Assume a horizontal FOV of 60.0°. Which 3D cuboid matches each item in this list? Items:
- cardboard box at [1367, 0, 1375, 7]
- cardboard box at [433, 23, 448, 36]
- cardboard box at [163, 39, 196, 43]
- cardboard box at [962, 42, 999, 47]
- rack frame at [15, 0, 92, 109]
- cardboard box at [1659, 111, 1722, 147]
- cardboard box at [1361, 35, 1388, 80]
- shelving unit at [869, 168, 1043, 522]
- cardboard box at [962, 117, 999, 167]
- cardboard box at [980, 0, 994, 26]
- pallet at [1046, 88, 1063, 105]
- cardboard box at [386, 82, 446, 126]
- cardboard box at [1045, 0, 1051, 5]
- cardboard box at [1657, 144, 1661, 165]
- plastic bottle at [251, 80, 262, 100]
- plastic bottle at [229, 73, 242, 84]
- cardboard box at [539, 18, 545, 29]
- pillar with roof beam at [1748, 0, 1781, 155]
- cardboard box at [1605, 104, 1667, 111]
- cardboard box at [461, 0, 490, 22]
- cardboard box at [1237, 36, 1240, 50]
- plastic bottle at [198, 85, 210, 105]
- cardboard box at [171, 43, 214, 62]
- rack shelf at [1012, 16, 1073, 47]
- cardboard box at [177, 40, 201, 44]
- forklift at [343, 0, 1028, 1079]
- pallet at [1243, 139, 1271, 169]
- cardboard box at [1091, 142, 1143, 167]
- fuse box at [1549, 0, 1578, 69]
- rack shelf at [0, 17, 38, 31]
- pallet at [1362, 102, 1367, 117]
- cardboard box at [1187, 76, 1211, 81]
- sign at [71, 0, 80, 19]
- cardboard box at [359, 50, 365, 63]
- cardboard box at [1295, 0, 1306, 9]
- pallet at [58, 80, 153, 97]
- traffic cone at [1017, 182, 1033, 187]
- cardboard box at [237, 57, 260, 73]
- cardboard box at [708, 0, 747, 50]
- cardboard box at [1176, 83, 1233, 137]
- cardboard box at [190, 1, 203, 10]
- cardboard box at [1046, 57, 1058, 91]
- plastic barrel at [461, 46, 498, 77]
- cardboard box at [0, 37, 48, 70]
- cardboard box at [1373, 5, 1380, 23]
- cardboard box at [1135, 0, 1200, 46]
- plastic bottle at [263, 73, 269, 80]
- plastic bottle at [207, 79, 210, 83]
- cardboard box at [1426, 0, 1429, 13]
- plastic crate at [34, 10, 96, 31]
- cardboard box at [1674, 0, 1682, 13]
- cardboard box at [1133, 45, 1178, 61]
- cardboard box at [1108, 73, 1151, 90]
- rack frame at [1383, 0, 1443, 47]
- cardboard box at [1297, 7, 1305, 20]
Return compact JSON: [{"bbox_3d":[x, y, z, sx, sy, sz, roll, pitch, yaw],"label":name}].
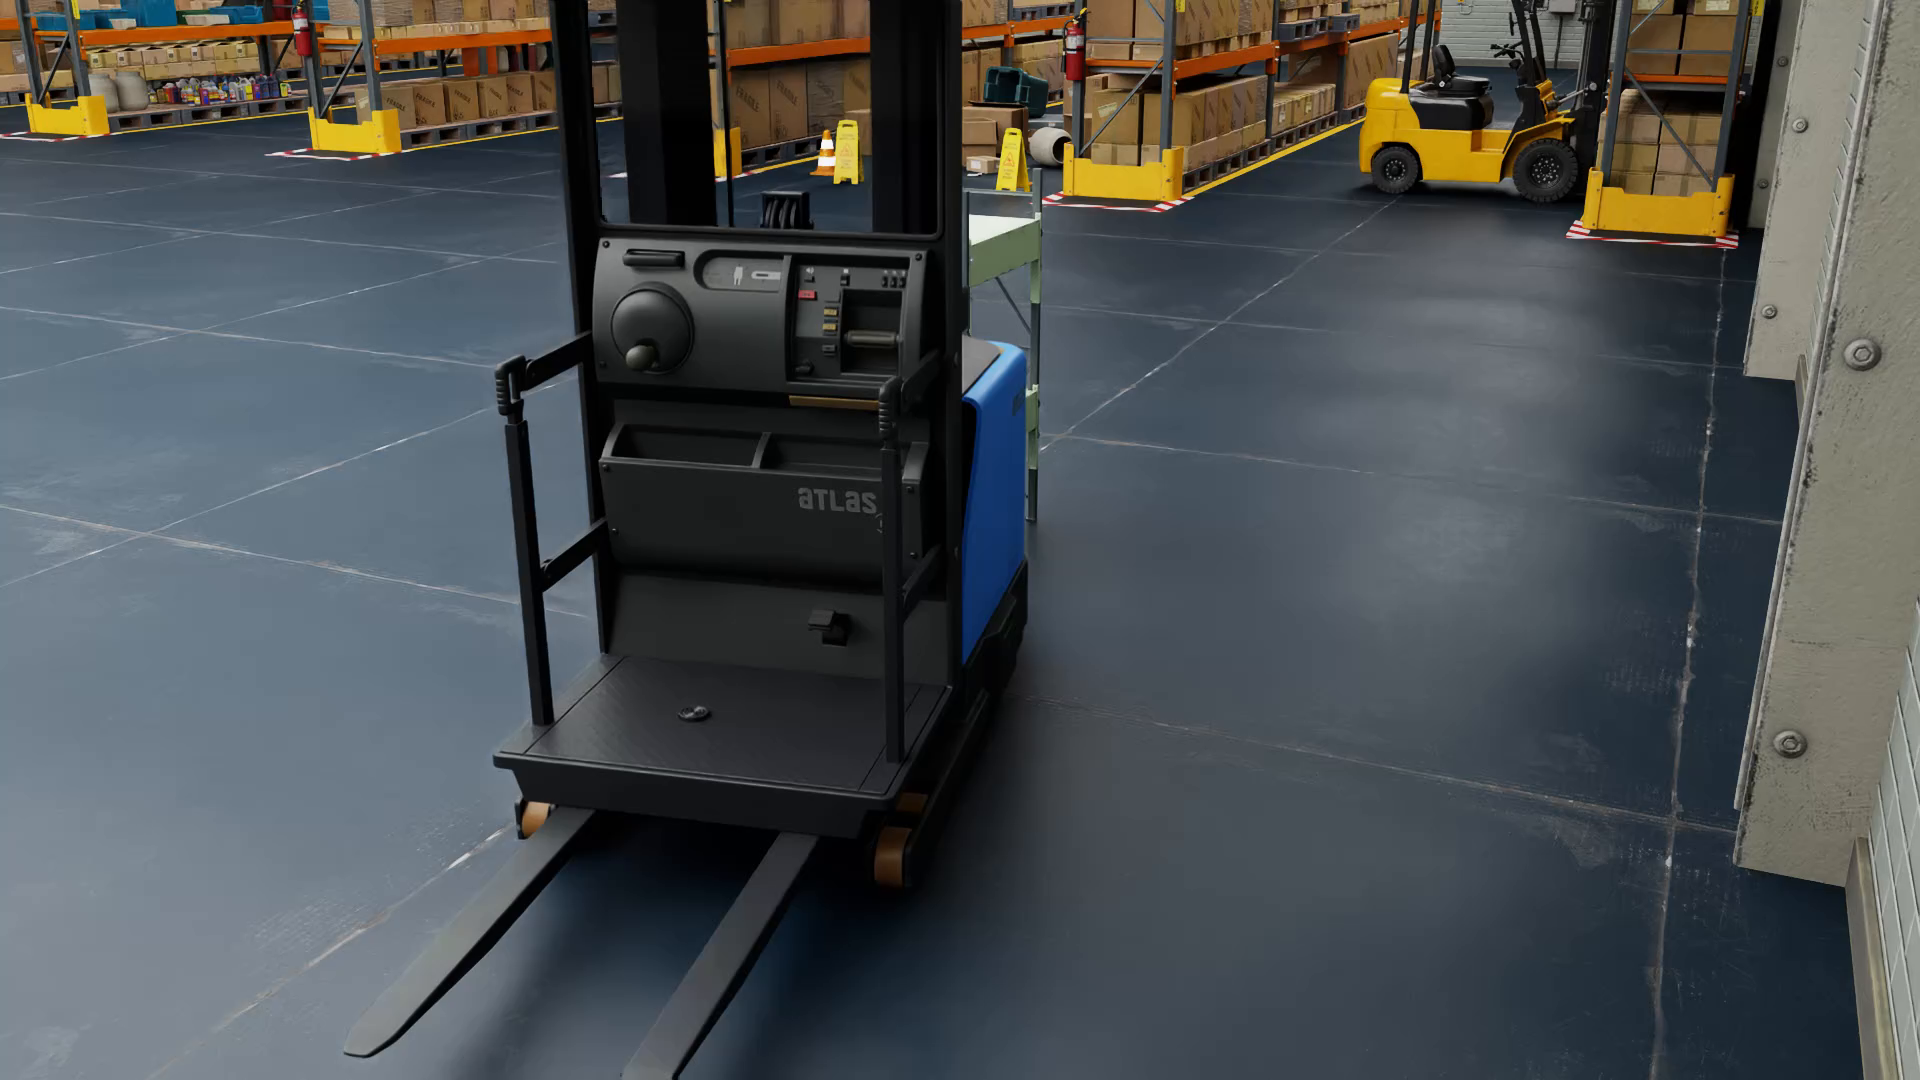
[{"bbox_3d":[5.726,-7.873,24.107,0.500,0.250,0.500,8,21,22],"label":"cardboard box"},{"bbox_3d":[-6.689,-6.431,20.951,0.380,0.149,0.250,9,21,23],"label":"cardboard box"},{"bbox_3d":[-16.604,-10.596,34.869,0.750,0.750,0.750,9,22,24],"label":"cardboard box"},{"bbox_3d":[0.349,-7.545,25.692,0.500,0.250,0.500,8,21,21],"label":"cardboard box"},{"bbox_3d":[-11.970,-6.872,21.816,1.000,3.000,0.127,9,21,23],"label":"rack frame"},{"bbox_3d":[6.489,-3.647,14.732,0.500,0.250,0.500,8,21,22],"label":"cardboard box"},{"bbox_3d":[5.959,-7.220,25.338,0.875,0.875,0.875,9,22,24],"label":"cardboard box"},{"bbox_3d":[-0.003,-0.705,6.712,0.431,1.500,0.755,9,21,23],"label":"shelving unit"},{"bbox_3d":[-0.001,-4.541,18.986,0.797,0.503,0.637,-5,20,-15],"label":"cardboard box"},{"bbox_3d":[0.163,-7.647,23.845,0.500,0.500,0.500,9,21,23],"label":"cardboard box"},{"bbox_3d":[1.130,-7.223,26.964,1.003,0.211,1.213,9,21,23],"label":"pallet"},{"bbox_3d":[-6.967,-5.589,21.310,0.500,0.500,0.500,15,25,37],"label":"cardboard box"},{"bbox_3d":[1.216,-8.521,26.200,0.380,0.149,0.250,9,21,23],"label":"cardboard box"},{"bbox_3d":[6.249,-3.634,15.442,0.500,0.250,0.500,8,21,22],"label":"cardboard box"},{"bbox_3d":[-10.441,-6.672,24.649,0.061,0.283,0.133,10,22,26],"label":"plastic bottle"},{"bbox_3d":[-10.910,-6.844,25.035,0.144,0.351,0.185,9,21,23],"label":"plastic bottle"},{"bbox_3d":[-5.902,-7.048,22.684,0.380,0.149,0.250,9,21,23],"label":"cardboard box"},{"bbox_3d":[5.756,-9.493,20.233,9.100,9.000,0.400,9,21,23],"label":"pillar with roof beam"},{"bbox_3d":[6.227,-3.867,15.349,0.500,0.250,0.500,9,21,24],"label":"cardboard box"},{"bbox_3d":[-6.647,-7.012,21.615,0.875,0.500,0.500,9,21,23],"label":"cardboard box"},{"bbox_3d":[2.829,-5.412,18.085,0.380,0.149,0.250,8,21,22],"label":"cardboard box"},{"bbox_3d":[-10.834,-6.378,23.823,0.061,0.283,0.133,9,21,24],"label":"plastic bottle"},{"bbox_3d":[-13.618,-8.657,29.476,0.500,0.311,0.500,8,21,22],"label":"cardboard box"},{"bbox_3d":[1.127,-8.199,26.620,1.077,0.370,4.000,9,21,23],"label":"rack shelf"},{"bbox_3d":[-13.902,-8.883,30.111,0.500,0.311,0.500,8,21,21],"label":"cardboard box"},{"bbox_3d":[-0.590,-0.600,4.280,1.130,2.935,3.031,4,20,12],"label":"forklift"},{"bbox_3d":[2.984,-4.531,19.396,1.003,0.211,1.213,9,21,23],"label":"pallet"},{"bbox_3d":[1.685,-4.026,17.291,0.500,0.250,0.500,8,21,22],"label":"cardboard box"},{"bbox_3d":[12.286,-10.511,33.970,0.539,1.711,0.414,9,21,23],"label":"fuse box"},{"bbox_3d":[-15.669,-7.825,25.570,1.077,0.370,4.000,9,21,23],"label":"rack shelf"},{"bbox_3d":[5.758,-6.567,25.118,1.003,0.211,1.213,9,21,23],"label":"pallet"},{"bbox_3d":[2.531,-5.003,18.916,0.500,0.500,0.500,9,22,25],"label":"cardboard box"},{"bbox_3d":[-11.470,-6.926,21.553,0.100,0.325,0.005,9,21,23],"label":"sign"},{"bbox_3d":[-11.930,-9.757,33.003,0.500,0.500,0.500,9,21,23],"label":"cardboard box"},{"bbox_3d":[3.885,-6.698,20.106,0.500,0.500,0.500,9,21,23],"label":"cardboard box"},{"bbox_3d":[-14.584,-7.692,28.284,1.003,0.211,1.213,9,21,23],"label":"pallet"},{"bbox_3d":[0.588,-3.946,17.373,0.336,0.463,0.334,9,21,23],"label":"traffic cone"},{"bbox_3d":[-13.205,-8.706,30.450,0.500,0.250,0.500,9,22,24],"label":"cardboard box"},{"bbox_3d":[-2.858,-5.671,18.215,0.875,0.550,0.550,9,21,23],"label":"cardboard box"},{"bbox_3d":[2.604,-4.617,17.832,0.500,0.500,0.500,9,21,24],"label":"cardboard box"},{"bbox_3d":[-13.683,-9.482,29.531,0.380,0.149,0.250,10,22,27],"label":"cardboard box"},{"bbox_3d":[1.239,-7.440,26.515,0.500,0.500,0.500,8,21,21],"label":"cardboard box"},{"bbox_3d":[-8.510,-8.645,29.412,0.600,0.830,0.708,9,21,23],"label":"plastic barrel"},{"bbox_3d":[-15.325,-7.933,27.155,0.500,0.500,0.500,9,21,23],"label":"cardboard box"},{"bbox_3d":[5.908,-7.793,24.629,0.500,0.250,0.500,9,21,23],"label":"cardboard box"},{"bbox_3d":[2.036,-5.127,16.315,0.500,0.500,0.500,8,21,22],"label":"cardboard box"},{"bbox_3d":[-10.465,-6.837,25.015,0.144,0.351,0.185,9,21,23],"label":"plastic bottle"},{"bbox_3d":[-11.224,-6.730,24.813,0.061,0.283,0.133,10,22,25],"label":"plastic bottle"},{"bbox_3d":[7.764,-9.277,28.429,0.500,0.500,0.500,9,22,24],"label":"cardboard box"},{"bbox_3d":[-12.038,-6.996,22.386,0.499,0.251,0.616,9,21,23],"label":"plastic crate"},{"bbox_3d":[6.245,-4.803,14.880,0.380,0.149,0.250,9,21,24],"label":"cardboard box"},{"bbox_3d":[1.917,-4.790,16.335,0.380,0.149,0.250,9,21,23],"label":"cardboard box"},{"bbox_3d":[1.768,-4.796,17.368,0.380,0.149,0.250,9,22,24],"label":"cardboard box"},{"bbox_3d":[8.141,-9.724,29.834,1.000,3.000,0.127,9,21,23],"label":"rack frame"},{"bbox_3d":[4.042,-6.506,20.534,0.380,0.149,0.250,9,21,24],"label":"cardboard box"}]
